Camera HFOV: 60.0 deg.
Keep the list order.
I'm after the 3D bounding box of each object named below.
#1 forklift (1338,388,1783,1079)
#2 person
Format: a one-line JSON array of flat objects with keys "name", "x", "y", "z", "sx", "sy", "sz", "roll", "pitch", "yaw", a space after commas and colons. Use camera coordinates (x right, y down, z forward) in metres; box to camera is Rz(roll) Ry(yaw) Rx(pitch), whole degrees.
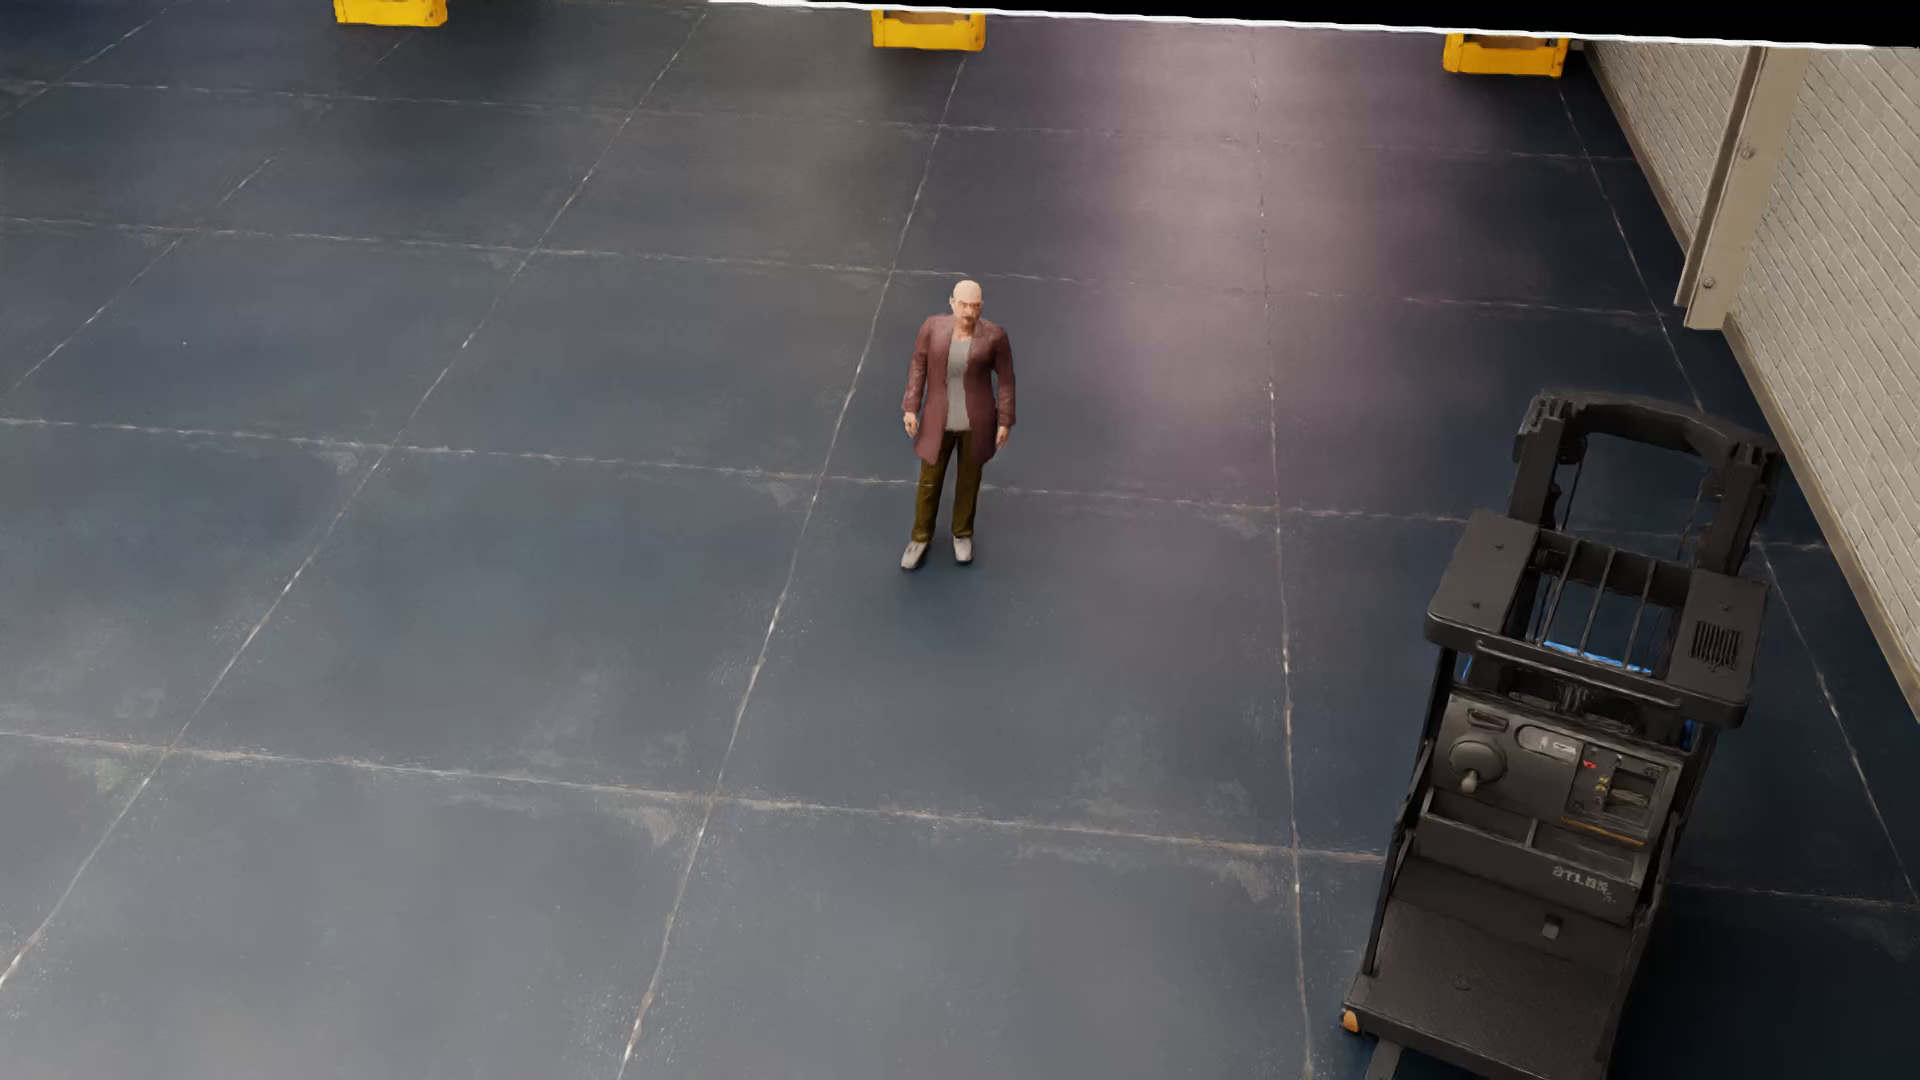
[{"name": "forklift", "x": 2.351, "y": 1.000, "z": 6.674, "sx": 1.130, "sy": 2.935, "sz": 3.031, "roll": 17, "pitch": 40, "yaw": 21}, {"name": "person", "x": -0.016, "y": -0.668, "z": 9.896, "sx": 0.694, "sy": 1.776, "sz": 0.580, "roll": 4, "pitch": 37, "yaw": 6}]
